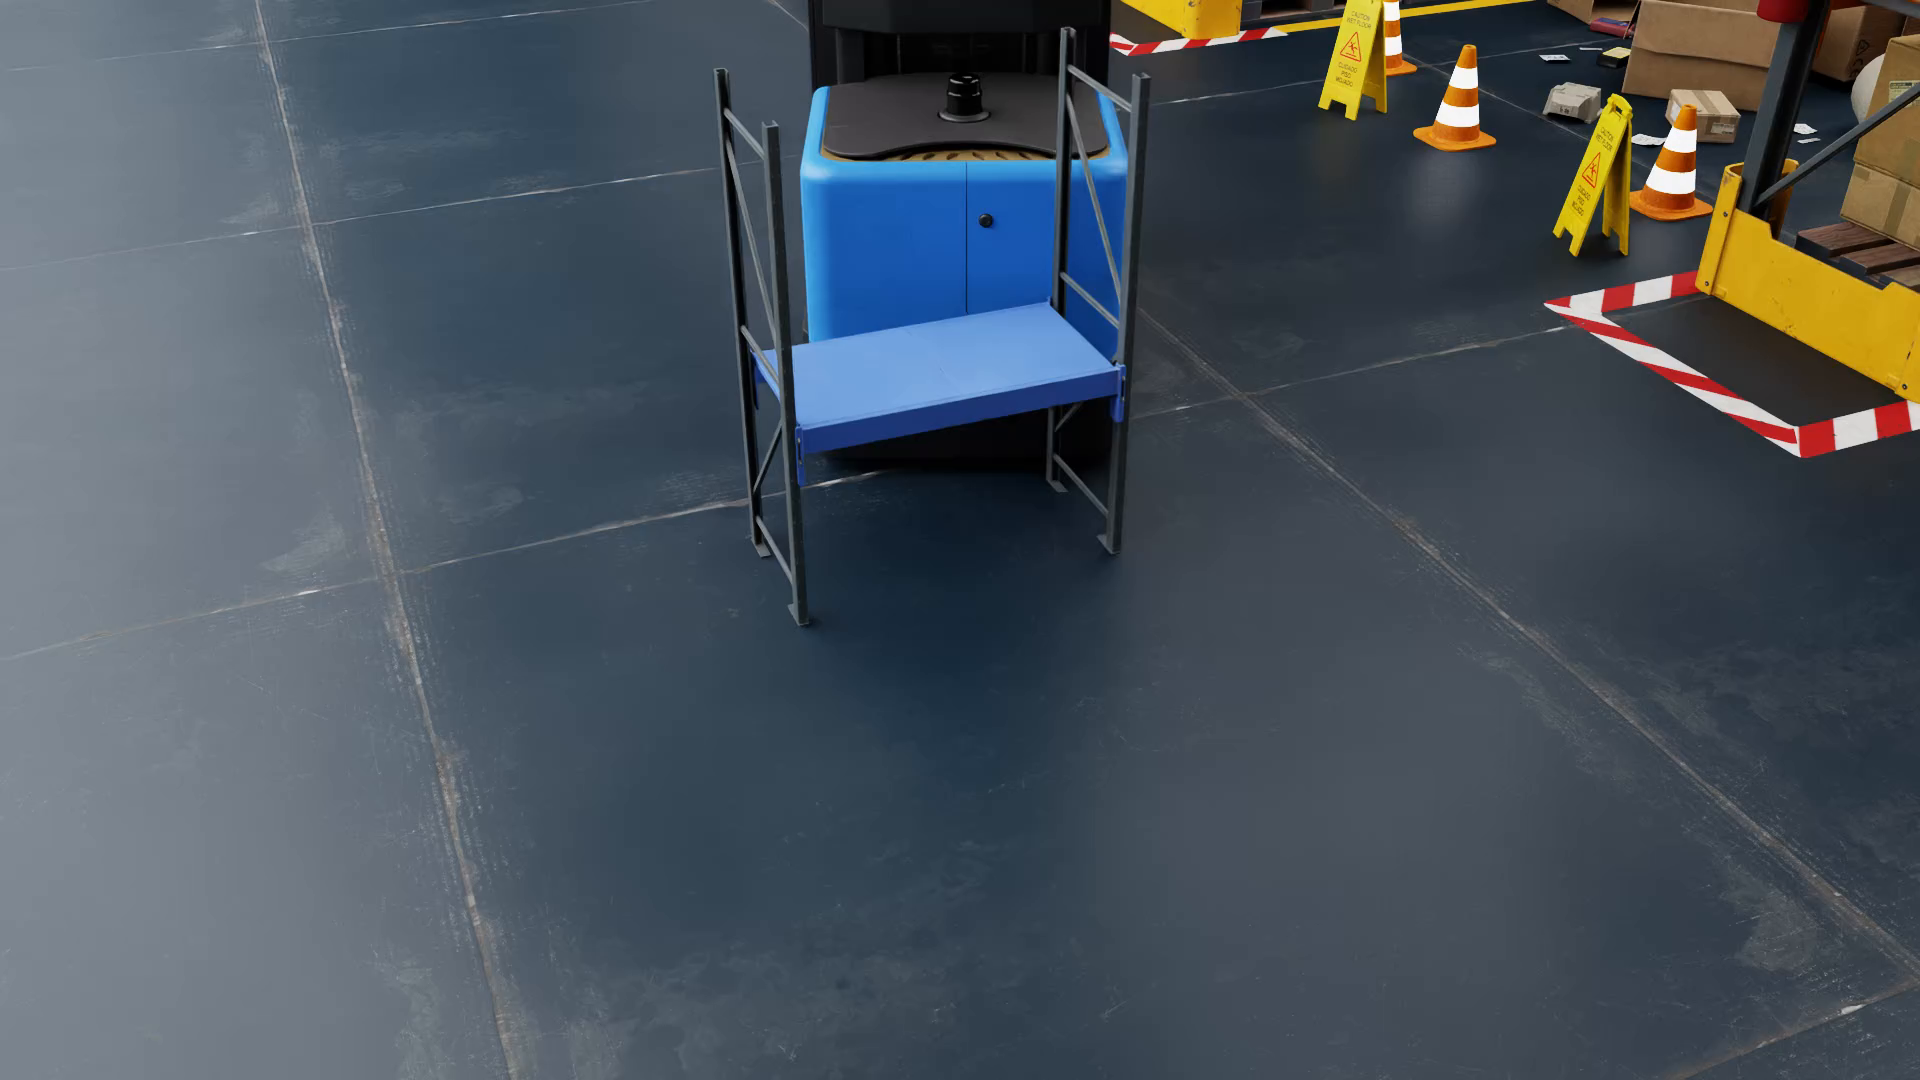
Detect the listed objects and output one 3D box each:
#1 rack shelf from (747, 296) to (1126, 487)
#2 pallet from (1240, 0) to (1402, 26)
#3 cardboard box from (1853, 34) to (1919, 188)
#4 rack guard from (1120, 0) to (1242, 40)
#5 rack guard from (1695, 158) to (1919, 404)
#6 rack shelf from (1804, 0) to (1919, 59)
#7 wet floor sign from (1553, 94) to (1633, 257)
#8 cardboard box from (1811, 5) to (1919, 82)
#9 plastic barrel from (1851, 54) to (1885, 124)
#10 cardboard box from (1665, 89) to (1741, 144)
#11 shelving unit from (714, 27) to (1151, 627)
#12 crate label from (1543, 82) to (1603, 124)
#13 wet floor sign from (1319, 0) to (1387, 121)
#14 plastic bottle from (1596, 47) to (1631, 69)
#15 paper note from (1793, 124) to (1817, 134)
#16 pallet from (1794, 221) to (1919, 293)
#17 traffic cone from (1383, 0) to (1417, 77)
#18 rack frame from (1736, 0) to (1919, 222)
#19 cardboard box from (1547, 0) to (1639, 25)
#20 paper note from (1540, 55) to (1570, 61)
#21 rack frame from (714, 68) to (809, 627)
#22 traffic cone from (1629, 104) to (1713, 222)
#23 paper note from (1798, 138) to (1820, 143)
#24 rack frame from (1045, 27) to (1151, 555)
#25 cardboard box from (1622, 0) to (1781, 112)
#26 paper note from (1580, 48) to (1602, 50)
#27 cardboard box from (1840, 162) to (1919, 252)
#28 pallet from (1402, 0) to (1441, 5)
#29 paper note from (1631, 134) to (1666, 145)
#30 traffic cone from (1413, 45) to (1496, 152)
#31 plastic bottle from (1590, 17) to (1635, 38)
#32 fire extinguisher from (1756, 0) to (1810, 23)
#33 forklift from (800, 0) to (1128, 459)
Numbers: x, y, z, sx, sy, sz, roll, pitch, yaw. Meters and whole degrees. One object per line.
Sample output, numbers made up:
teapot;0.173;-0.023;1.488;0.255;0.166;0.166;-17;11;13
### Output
rack shelf;-0.078;-0.455;4.904;1.000;0.185;0.538;-12;35;-18
pallet;2.024;-3.552;10.516;1.213;0.211;1.003;-13;35;-19
cardboard box;3.964;-1.683;6.536;0.500;0.500;0.500;-13;35;-19
rack guard;1.295;-3.460;10.110;0.348;0.500;1.175;-13;35;-19
rack guard;3.396;-1.014;6.350;0.348;0.500;1.175;-13;35;-19
rack shelf;5.170;-2.166;6.488;4.000;0.370;1.077;-13;35;-19
wet floor sign;2.737;-1.557;7.051;0.232;0.644;0.267;-2;33;-2
cardboard box;4.825;-2.901;9.123;0.503;0.637;0.797;-13;35;-19
plastic barrel;4.645;-2.163;8.186;0.421;0.421;0.512;10;34;14
cardboard box;3.752;-2.143;8.407;0.250;0.149;0.380;4;33;6
shelving unit;-0.078;-0.606;4.806;1.048;1.500;0.538;-12;35;-18
crate label;3.181;-2.269;8.611;0.250;0.136;0.298;23;39;30
wet floor sign;2.057;-2.525;8.538;0.232;0.644;0.267;-19;38;-27
plastic bottle;3.729;-2.733;9.394;0.283;0.061;0.133;-27;42;-35
paper note;4.269;-2.101;8.461;0.142;0.019;0.148;-2;33;-2
pallet;4.159;-1.046;6.665;1.213;0.211;1.003;-13;35;-19
traffic cone;2.356;-2.848;9.203;0.334;0.463;0.336;-13;35;-19
rack frame;3.326;-2.045;5.643;0.127;3.000;1.000;-13;35;-19
cardboard box;3.971;-3.467;10.118;0.500;0.500;0.500;-7;34;-11
paper note;3.382;-2.737;9.429;0.142;0.017;0.144;-2;33;-2
rack frame;-0.549;-0.503;4.647;0.032;1.500;0.500;-12;35;-18
traffic cone;3.223;-1.722;7.472;0.334;0.463;0.336;-13;35;-19
paper note;4.243;-1.996;8.308;0.123;0.001;0.032;-13;35;-19
rack frame;0.394;-0.710;4.966;0.032;1.500;0.500;-12;35;-18
cardboard box;3.966;-2.643;8.851;0.797;0.503;0.637;16;36;23
paper note;3.642;-2.834;9.597;0.123;0.001;0.032;4;33;6
cardboard box;3.990;-1.380;6.757;0.500;0.250;0.500;-13;35;-19
pallet;3.147;-3.808;10.909;1.213;0.211;1.003;-13;35;-19
paper note;3.427;-2.001;8.298;0.142;0.019;0.148;-27;42;-35
traffic cone;2.480;-2.208;8.219;0.334;0.463;0.336;-13;35;-19
plastic bottle;3.896;-3.030;9.851;0.133;0.061;0.283;-27;42;-35
fire extinguisher;3.042;-2.221;5.983;0.183;0.674;0.296;-13;35;-19
forklift;-0.007;-2.268;6.048;1.130;2.935;3.031;-1;33;-1
